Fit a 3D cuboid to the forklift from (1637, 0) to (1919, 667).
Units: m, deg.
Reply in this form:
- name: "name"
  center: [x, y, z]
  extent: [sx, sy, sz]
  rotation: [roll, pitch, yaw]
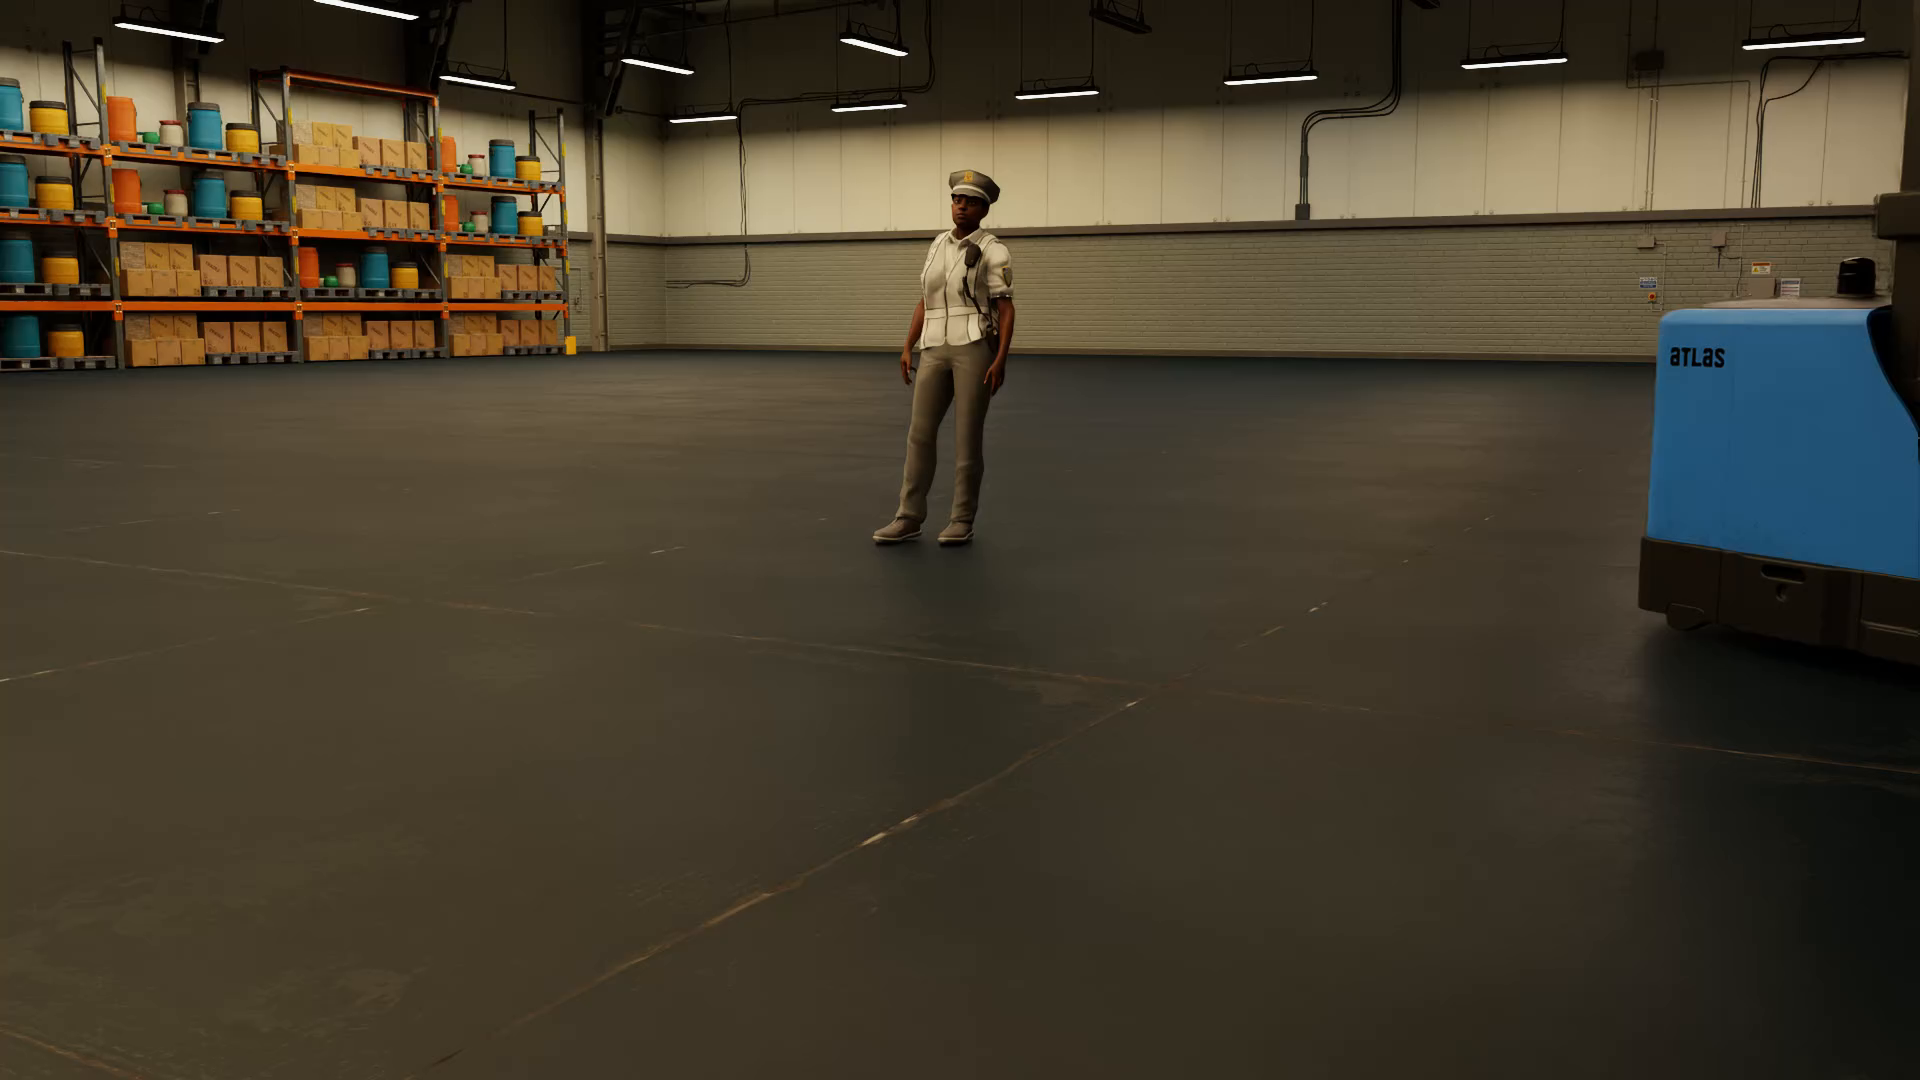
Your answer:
- name: "forklift"
  center: [3.397, -1.003, 4.358]
  extent: [1.130, 2.935, 3.031]
  rotation: [-4, 9, -26]

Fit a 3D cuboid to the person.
- name: "person"
  center: [-0.054, -0.839, 7.642]
  extent: [0.569, 1.694, 0.530]
  rotation: [4, 9, 29]
